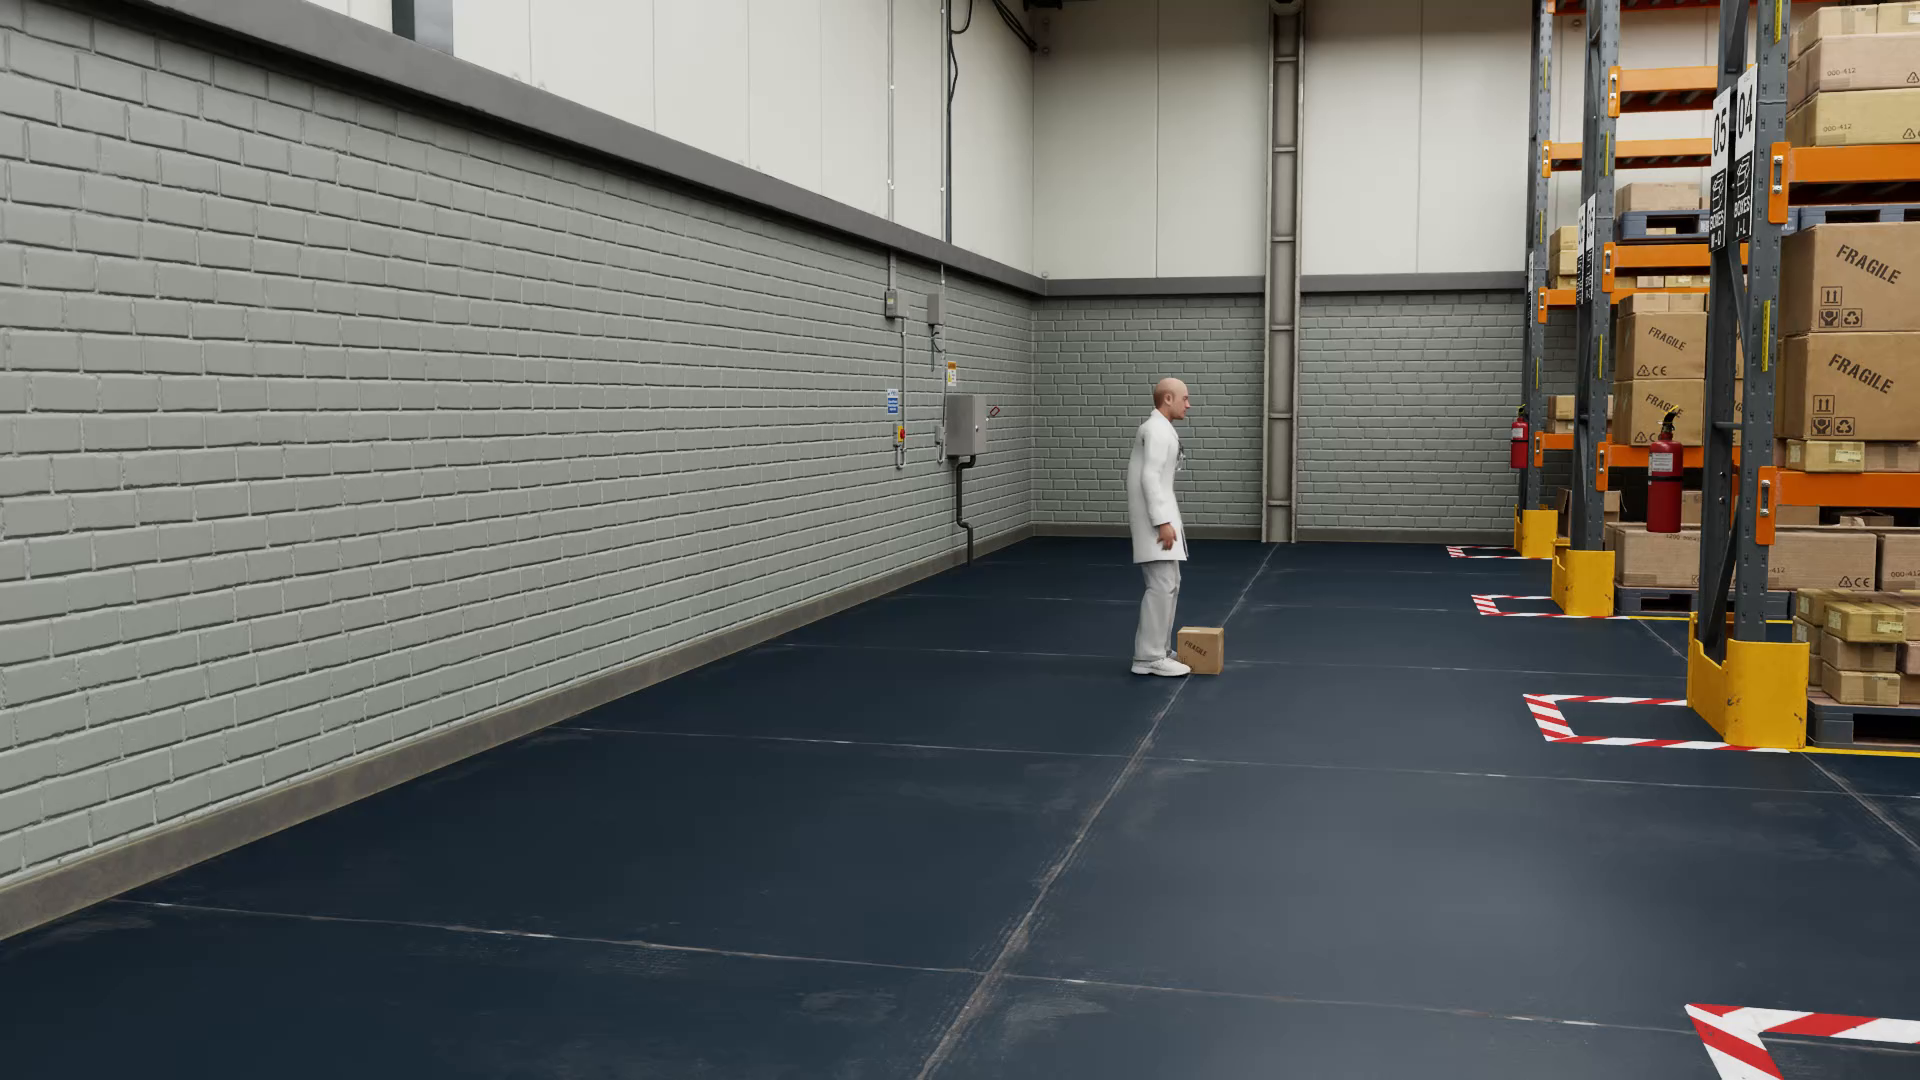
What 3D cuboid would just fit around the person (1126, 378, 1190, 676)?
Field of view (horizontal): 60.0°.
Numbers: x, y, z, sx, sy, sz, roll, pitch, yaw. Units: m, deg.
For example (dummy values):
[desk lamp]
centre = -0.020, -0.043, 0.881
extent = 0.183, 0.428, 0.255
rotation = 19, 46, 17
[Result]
[person]
centre = 1.219, -0.093, 10.082
extent = 0.421, 1.774, 0.642
rotation = 1, 5, 14
